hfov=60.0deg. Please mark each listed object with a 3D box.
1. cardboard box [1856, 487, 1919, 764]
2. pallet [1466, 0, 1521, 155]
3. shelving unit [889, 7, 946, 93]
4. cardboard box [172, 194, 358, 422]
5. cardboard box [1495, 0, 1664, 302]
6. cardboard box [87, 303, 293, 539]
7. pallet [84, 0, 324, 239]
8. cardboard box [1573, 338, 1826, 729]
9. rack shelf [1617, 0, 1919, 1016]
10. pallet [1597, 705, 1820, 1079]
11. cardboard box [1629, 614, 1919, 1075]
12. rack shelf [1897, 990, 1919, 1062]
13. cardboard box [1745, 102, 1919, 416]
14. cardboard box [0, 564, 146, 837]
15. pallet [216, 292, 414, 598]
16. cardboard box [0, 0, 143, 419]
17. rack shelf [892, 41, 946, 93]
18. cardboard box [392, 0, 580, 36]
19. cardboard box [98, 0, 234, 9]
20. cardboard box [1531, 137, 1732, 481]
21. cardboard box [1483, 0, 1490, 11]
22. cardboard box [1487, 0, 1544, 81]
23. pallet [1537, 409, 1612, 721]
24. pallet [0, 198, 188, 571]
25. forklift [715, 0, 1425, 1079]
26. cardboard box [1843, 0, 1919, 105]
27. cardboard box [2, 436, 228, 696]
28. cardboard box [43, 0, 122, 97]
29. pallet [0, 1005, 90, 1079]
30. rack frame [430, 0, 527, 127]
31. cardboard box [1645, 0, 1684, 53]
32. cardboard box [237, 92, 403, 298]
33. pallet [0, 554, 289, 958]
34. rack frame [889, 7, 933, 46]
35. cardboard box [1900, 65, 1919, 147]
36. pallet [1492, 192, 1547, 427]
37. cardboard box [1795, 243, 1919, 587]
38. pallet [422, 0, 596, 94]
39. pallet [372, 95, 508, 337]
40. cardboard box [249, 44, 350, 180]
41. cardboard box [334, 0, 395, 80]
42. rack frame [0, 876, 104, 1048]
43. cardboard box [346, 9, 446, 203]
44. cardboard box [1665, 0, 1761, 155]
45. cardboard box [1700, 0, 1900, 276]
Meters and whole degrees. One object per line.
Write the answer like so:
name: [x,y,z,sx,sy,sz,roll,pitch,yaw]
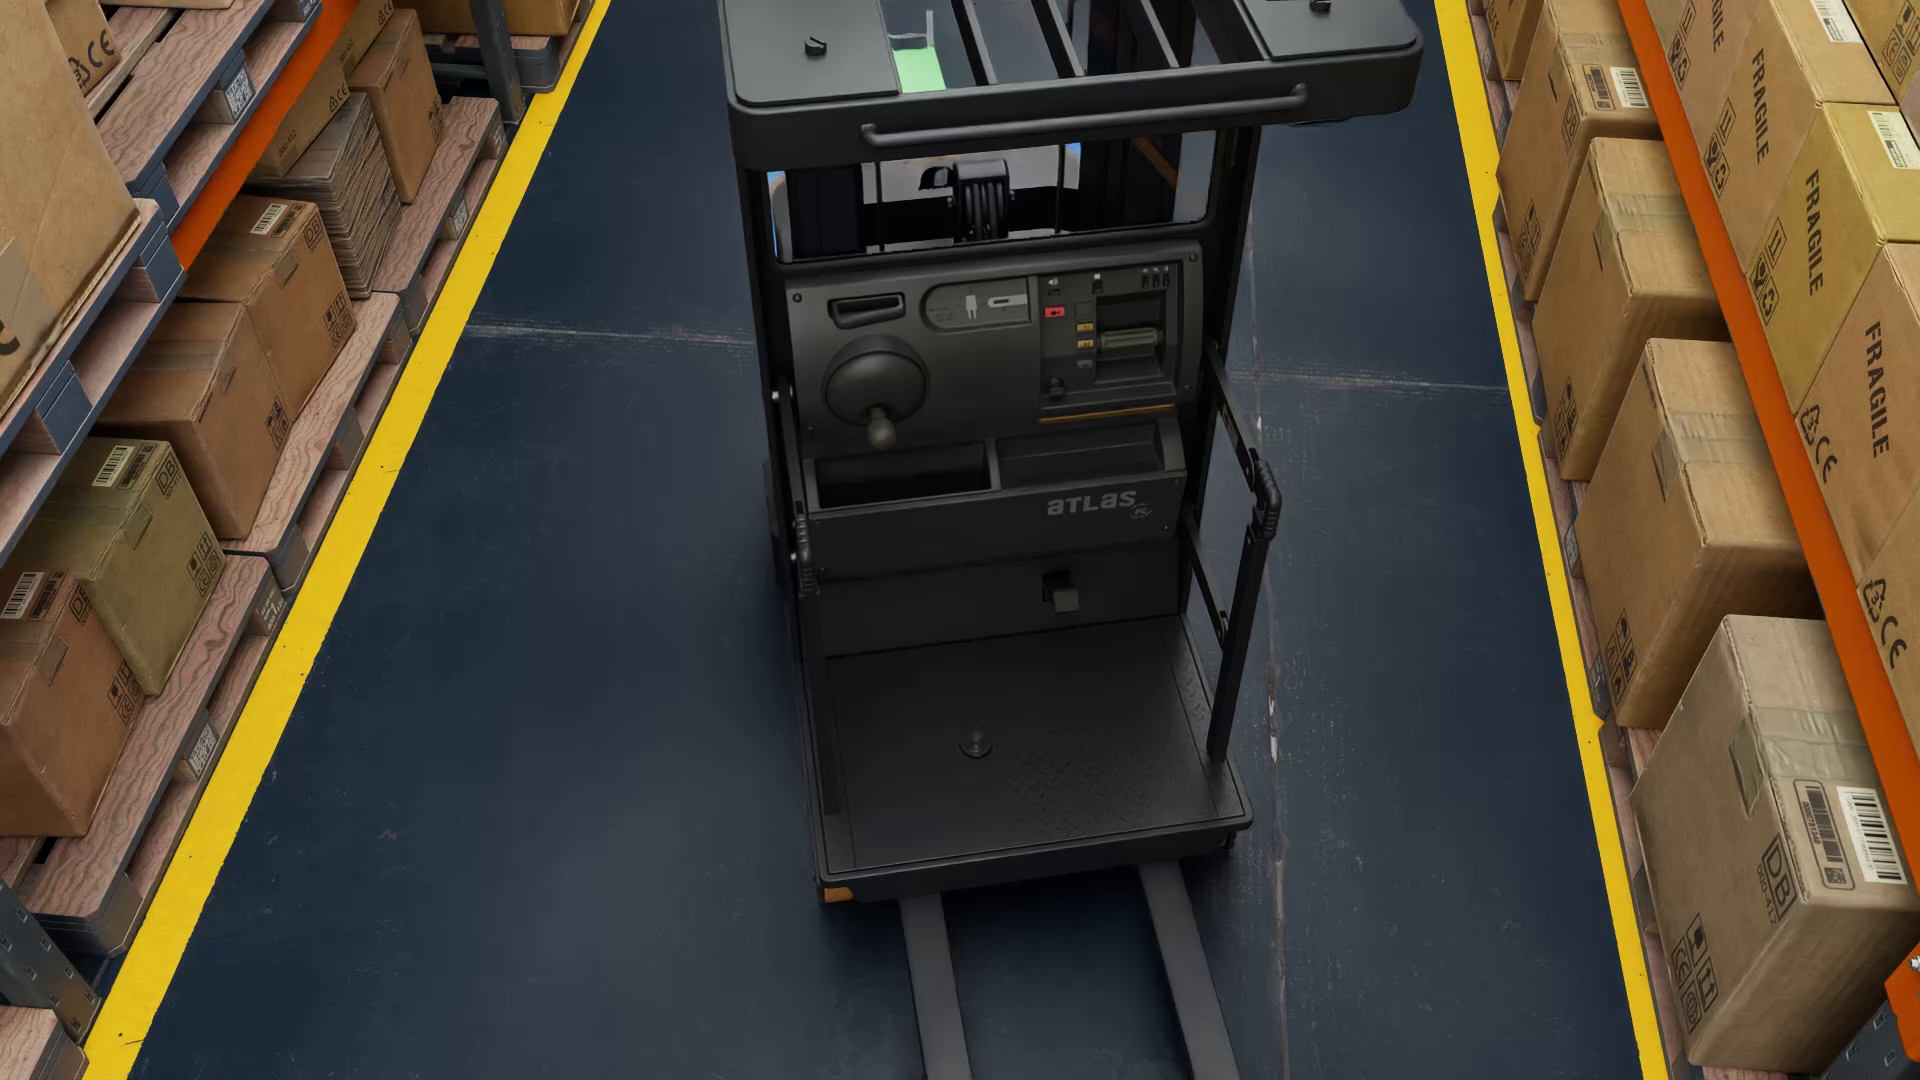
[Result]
cardboard box: [2.052,0.134,3.027,0.500,0.500,0.500,4,48,3]
pallet: [2.708,-2.004,6.939,1.003,0.211,1.213,4,48,4]
shelving unit: [-0.164,-1.041,5.389,0.258,1.200,0.503,-7,48,-6]
cardboard box: [-2.419,-0.764,5.312,0.700,0.500,0.500,7,48,7]
cardboard box: [2.490,-1.312,5.657,1.050,0.750,0.750,3,48,3]
cardboard box: [-2.469,-0.354,4.937,0.700,0.500,0.500,0,48,0]
pallet: [-2.434,-1.256,4.496,1.003,0.211,1.213,4,48,4]
cardboard box: [2.329,0.016,4.443,1.050,0.750,0.750,4,48,4]
rack shelf: [2.453,-0.658,4.307,1.077,0.370,4.000,4,48,4]
pallet: [2.266,0.938,4.249,1.003,0.211,1.213,4,48,4]
cardboard box: [2.238,0.724,3.795,1.050,0.750,0.750,4,48,3]
rack shelf: [2.088,2.281,1.618,1.077,0.370,4.000,4,48,4]
cardboard box: [2.144,-0.609,3.706,0.500,0.500,0.500,4,48,4]
cardboard box: [-2.582,0.406,4.241,0.700,0.500,0.500,1,48,1]
pallet: [-2.481,-0.369,5.444,1.003,0.211,1.213,4,48,4]
cardboard box: [-2.448,-0.758,3.219,1.000,1.000,1.000,4,48,4]
rack shelf: [-0.164,-1.321,5.082,0.258,0.148,0.480,-7,48,-6]
cardboard box: [-2.211,-2.709,6.850,1.225,0.875,0.875,2,48,2]
cardboard box: [-2.178,-1.631,4.516,0.396,0.266,0.258,3,48,2]
cardboard box: [2.414,-0.669,5.069,1.050,0.750,0.750,5,48,4]
cardboard box: [2.486,-2.551,6.960,0.500,0.500,0.500,6,48,5]
cardboard box: [2.435,-2.170,6.611,0.500,0.500,0.500,4,48,3]
pallet: [2.375,0.039,5.071,1.003,0.211,1.213,4,48,4]
pallet: [-2.445,-0.326,3.645,1.003,0.211,1.213,4,48,4]
forklift: [0.123,-0.333,3.569,1.130,2.935,3.031,-7,48,-6]
cardboard box: [2.449,-1.288,3.650,0.700,0.500,0.500,3,48,3]
cardboard box: [-2.520,0.057,4.561,0.700,0.500,0.500,4,48,3]
cardboard box: [-2.593,-1.296,4.048,0.797,0.503,0.637,8,48,8]
pallet: [-2.685,1.598,3.645,1.003,0.211,1.213,4,48,4]
rack frame: [-2.295,-2.778,5.758,1.000,3.000,0.127,4,48,4]
cardboard box: [2.282,-1.719,4.721,0.500,0.500,0.500,3,48,3]
cardboard box: [-2.374,-1.181,5.693,0.700,0.500,0.500,0,48,0]
pallet: [-2.590,0.530,4.622,1.003,0.211,1.213,4,48,4]
rack frame: [-0.204,-1.218,5.551,0.240,1.200,0.015,-7,48,-6]
cardboard box: [2.401,-0.917,3.311,0.700,0.500,0.500,4,48,4]
pallet: [2.488,-0.855,5.889,1.003,0.211,1.213,4,48,4]
cardboard box: [2.098,-0.238,3.367,0.500,0.500,0.500,3,48,3]
pallet: [-2.148,-2.411,7.313,1.003,0.211,1.213,4,48,4]
pallet: [-2.368,-1.263,6.262,1.003,0.211,1.213,4,48,4]
cardboard box: [-2.364,-1.451,5.432,0.500,0.250,0.500,9,48,8]
cardboard box: [-2.326,-1.842,5.790,0.500,0.250,0.500,6,48,5]
rack frame: [-2.659,0.161,3.070,1.000,3.000,0.127,4,48,4]
cardboard box: [-2.336,-1.589,6.067,0.700,0.500,0.500,2,48,1]
cardboard box: [2.236,-1.348,4.382,0.500,0.500,0.500,4,48,3]
cardboard box: [2.188,-0.982,4.048,0.500,0.500,0.500,3,48,3]
